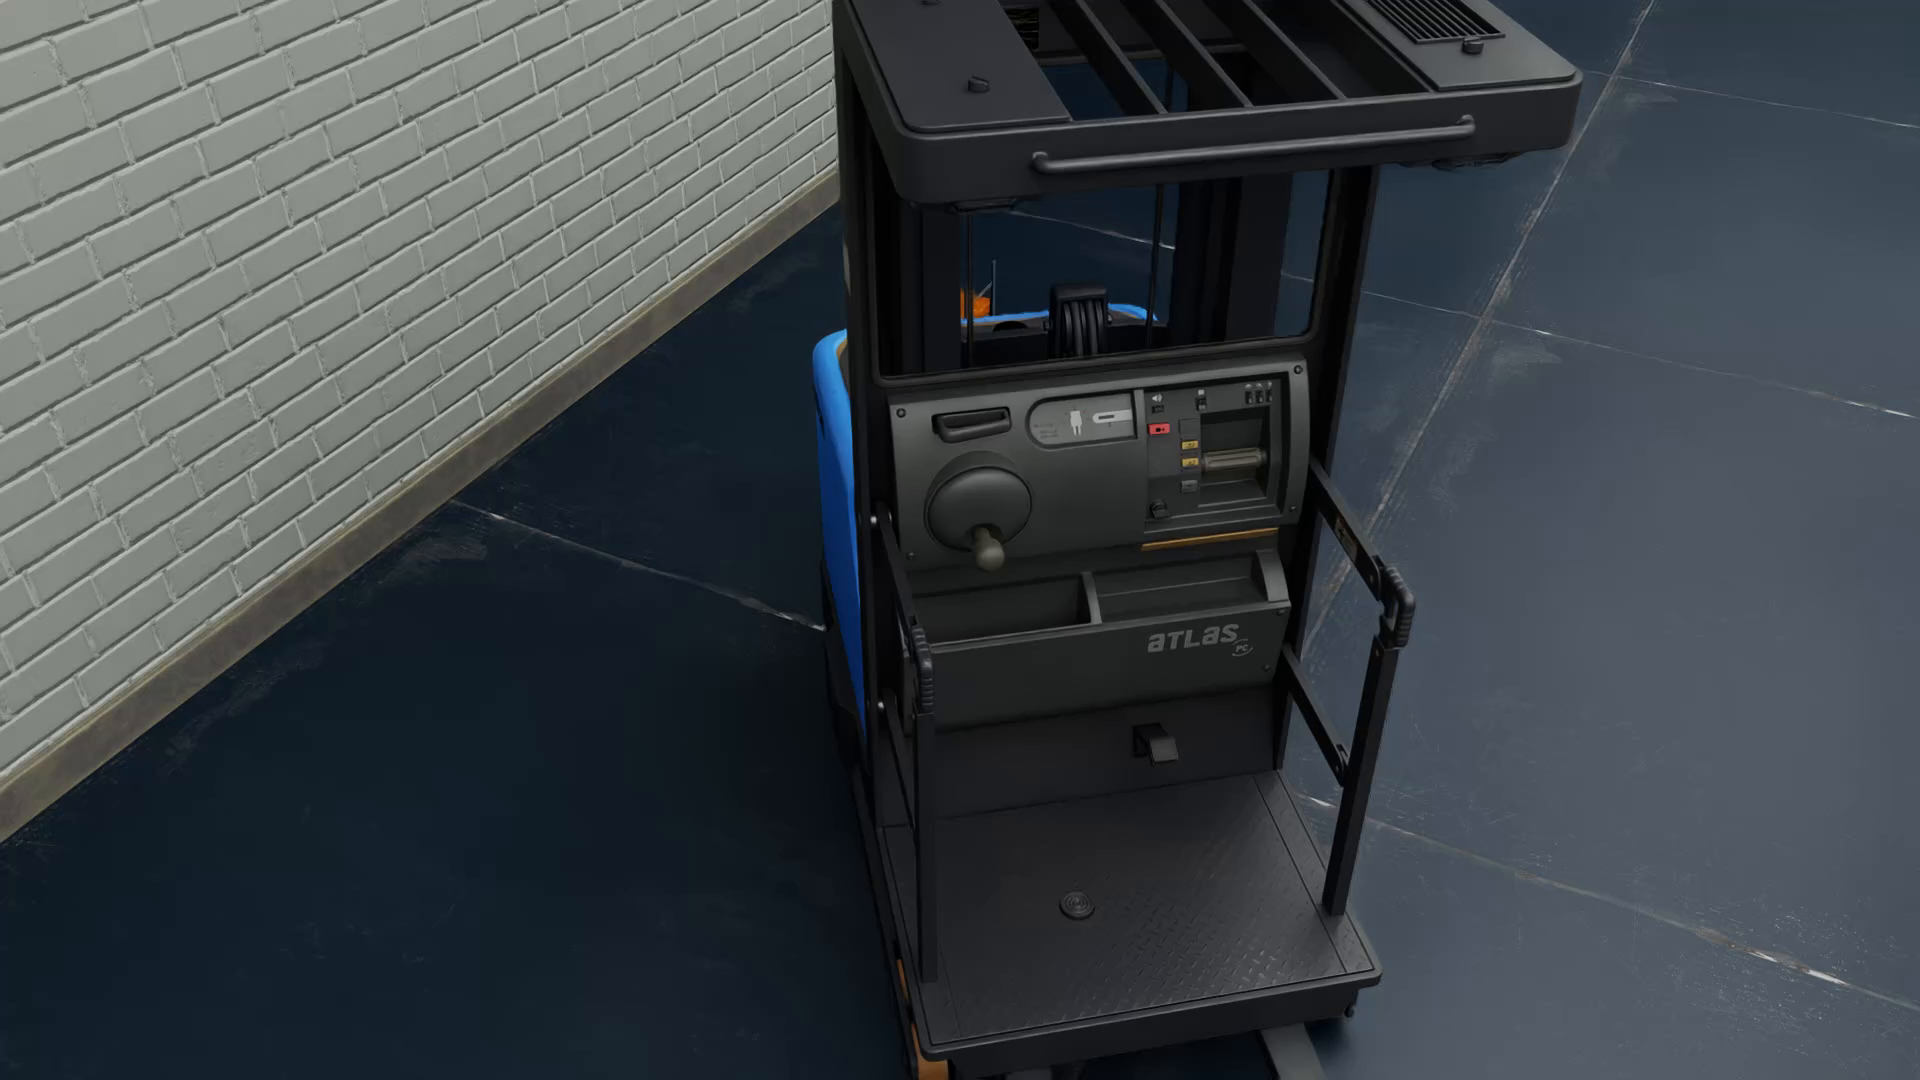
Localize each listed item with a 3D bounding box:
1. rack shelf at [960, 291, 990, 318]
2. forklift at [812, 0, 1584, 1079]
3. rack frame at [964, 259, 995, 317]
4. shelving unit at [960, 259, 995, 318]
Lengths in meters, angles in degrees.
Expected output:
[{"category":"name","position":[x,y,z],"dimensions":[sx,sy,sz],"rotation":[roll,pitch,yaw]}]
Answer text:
[{"category":"rack shelf","position":[-0.048,-0.651,5.287],"dimensions":[0.240,0.259,0.215],"rotation":[17,41,21]},{"category":"forklift","position":[0.357,-0.097,3.453],"dimensions":[1.130,2.935,3.031],"rotation":[-7,38,-9]},{"category":"rack frame","position":[0.061,-0.399,5.407],"dimensions":[0.008,1.050,0.200],"rotation":[17,41,21]},{"category":"shelving unit","position":[-0.048,-0.433,5.452],"dimensions":[0.252,1.050,0.215],"rotation":[17,41,21]}]
